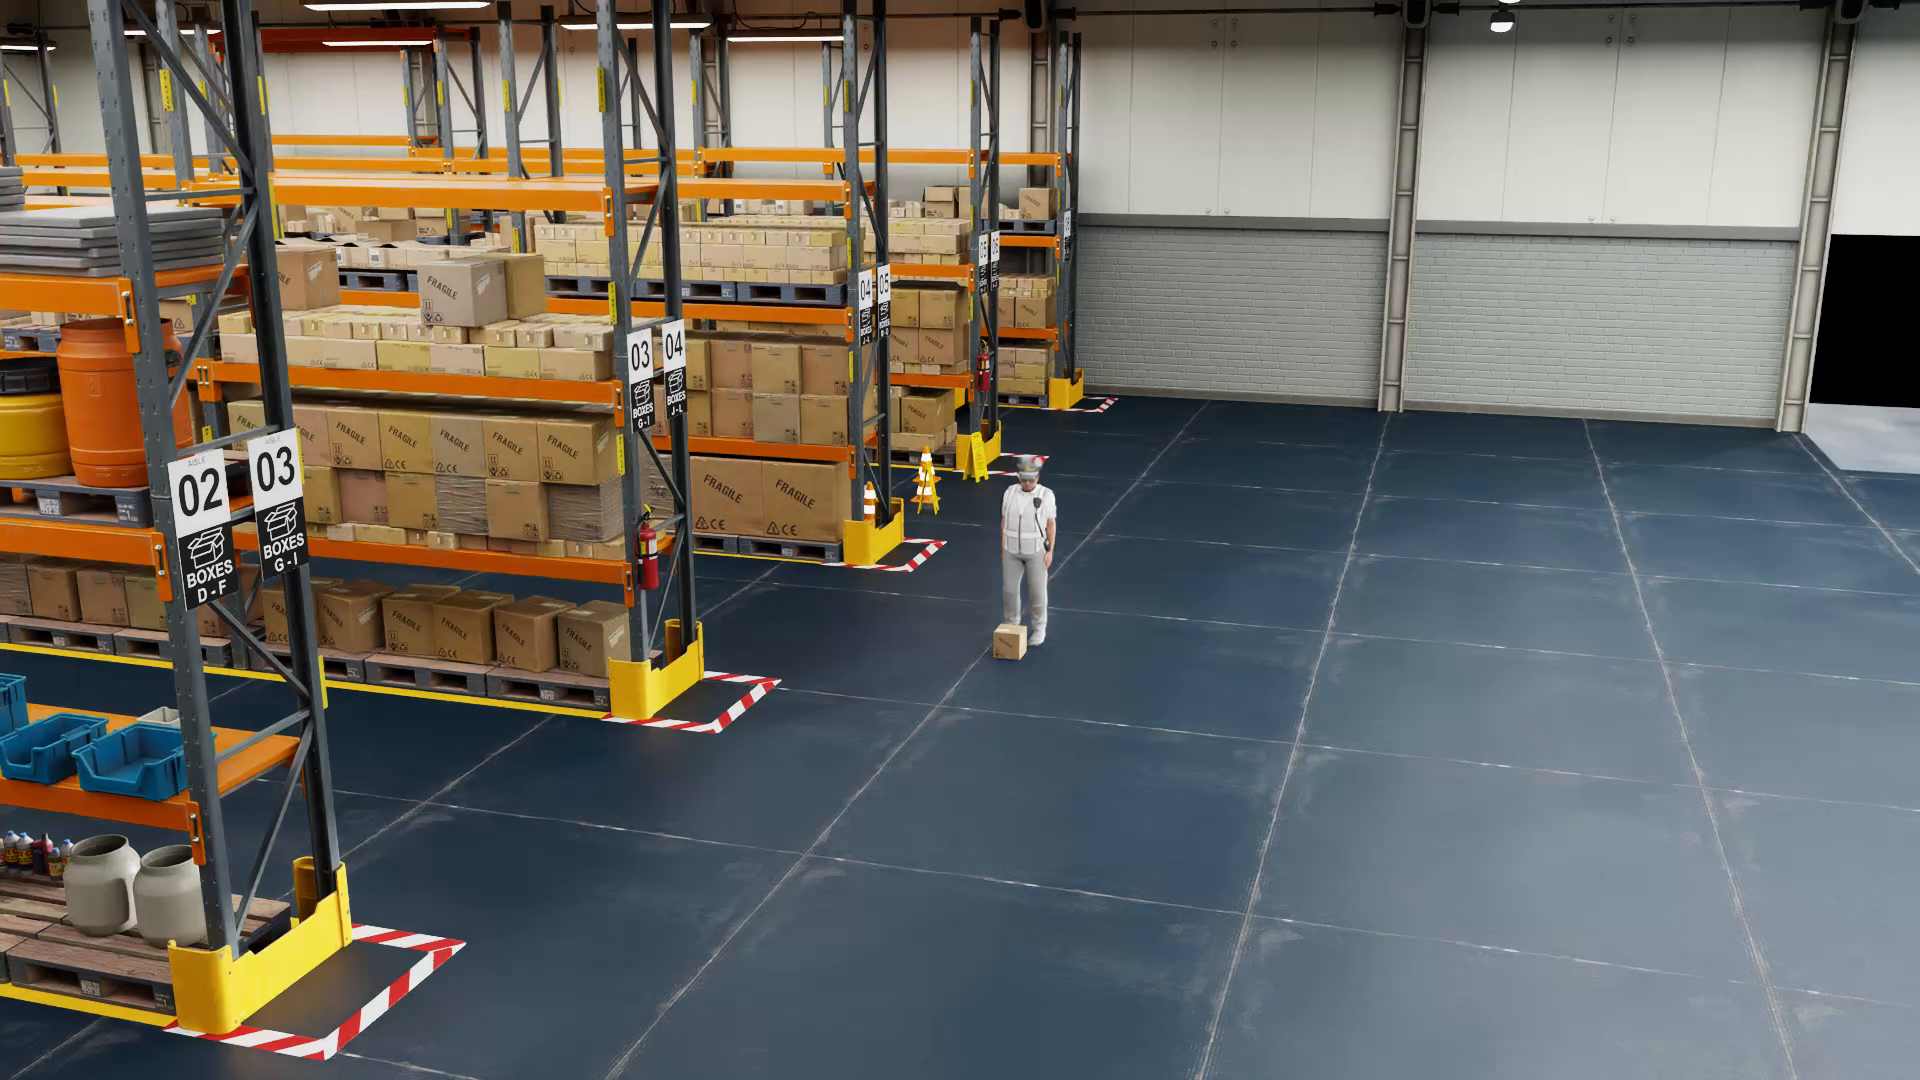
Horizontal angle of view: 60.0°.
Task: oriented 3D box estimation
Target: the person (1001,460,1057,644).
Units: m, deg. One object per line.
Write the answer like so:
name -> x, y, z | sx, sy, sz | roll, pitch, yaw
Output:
person -> 0.636, 0.107, 15.646 | 0.530, 1.746, 0.391 | 5, 16, 17
